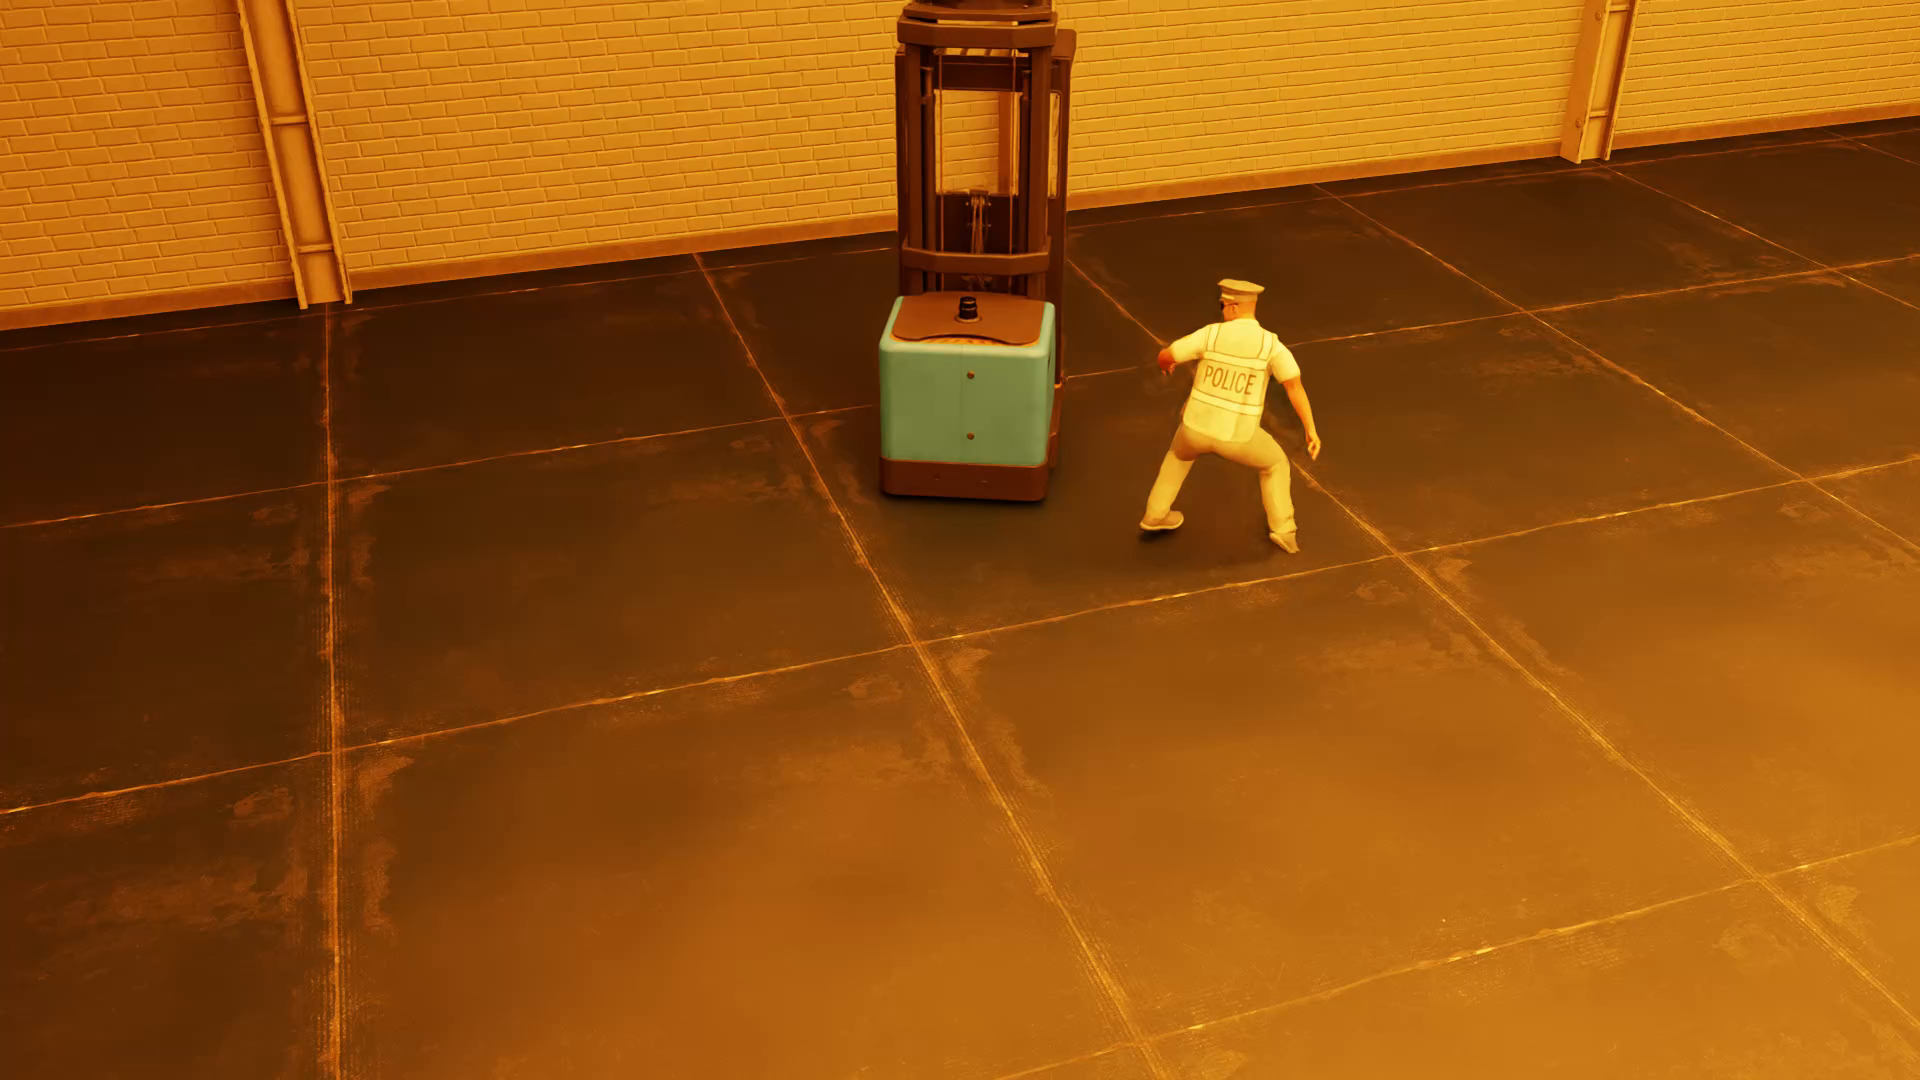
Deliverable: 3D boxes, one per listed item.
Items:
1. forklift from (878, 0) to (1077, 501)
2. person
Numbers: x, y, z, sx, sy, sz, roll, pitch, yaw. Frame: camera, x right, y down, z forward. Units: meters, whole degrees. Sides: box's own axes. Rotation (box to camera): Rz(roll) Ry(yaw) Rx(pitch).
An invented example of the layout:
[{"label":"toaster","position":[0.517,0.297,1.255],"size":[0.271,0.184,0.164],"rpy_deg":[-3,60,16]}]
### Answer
[{"label":"forklift","position":[0.168,-2.221,10.947],"size":[1.130,2.935,3.031],"rpy_deg":[3,30,5]},{"label":"person","position":[1.610,-0.648,9.695],"size":[1.063,1.710,0.586],"rpy_deg":[12,32,20]}]
